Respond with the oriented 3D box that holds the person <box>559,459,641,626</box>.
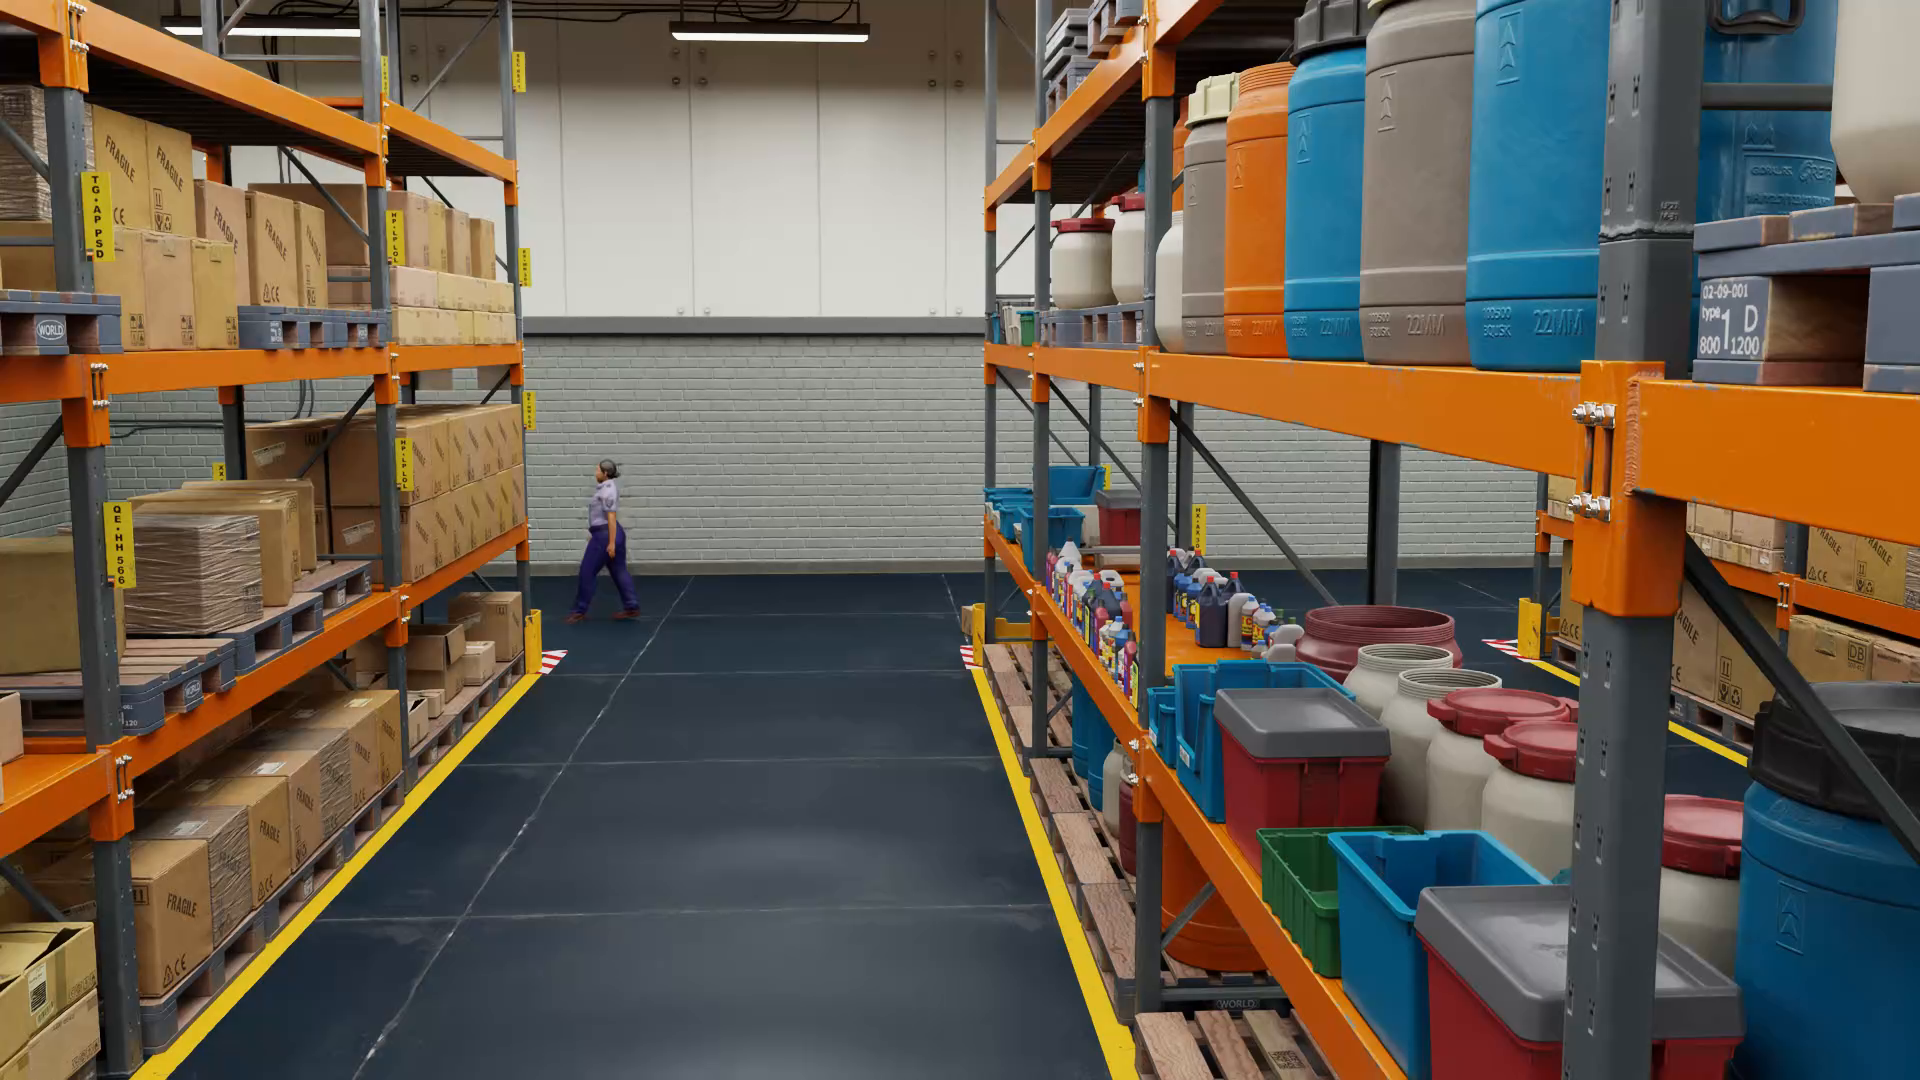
[{"bbox_3d":[-3.626,0.019,16.718,0.788,1.667,0.513,0,7,-2],"label":"person"}]
